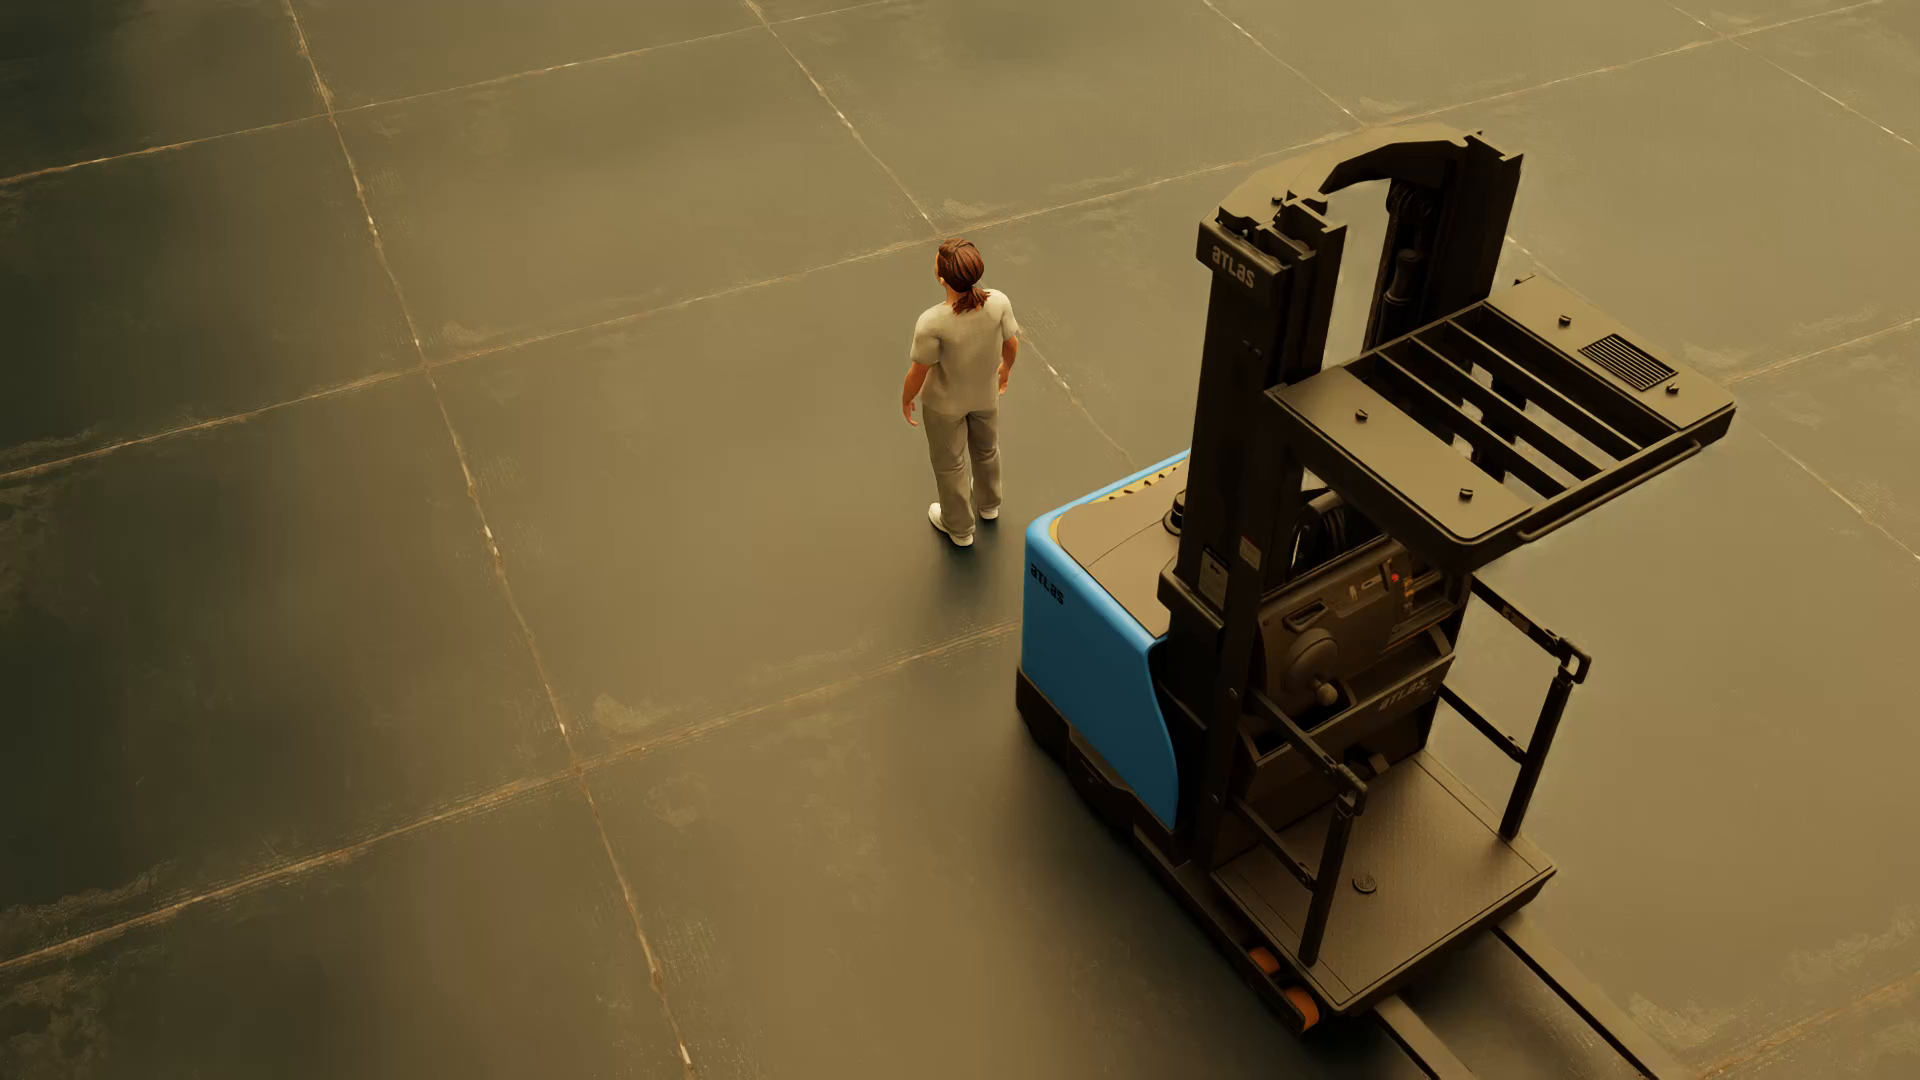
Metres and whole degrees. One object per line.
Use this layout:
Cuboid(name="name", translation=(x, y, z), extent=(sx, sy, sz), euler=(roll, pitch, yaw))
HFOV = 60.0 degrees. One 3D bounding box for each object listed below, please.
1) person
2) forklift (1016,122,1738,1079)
Cuboid(name="person", translation=(-0.019, -0.667, 7.304), extent=(0.550, 1.675, 0.549), euler=(-18, 46, -18))
Cuboid(name="forklift", translation=(1.463, 0.308, 5.350), extent=(1.130, 2.935, 3.031), euler=(-24, 48, -24))
